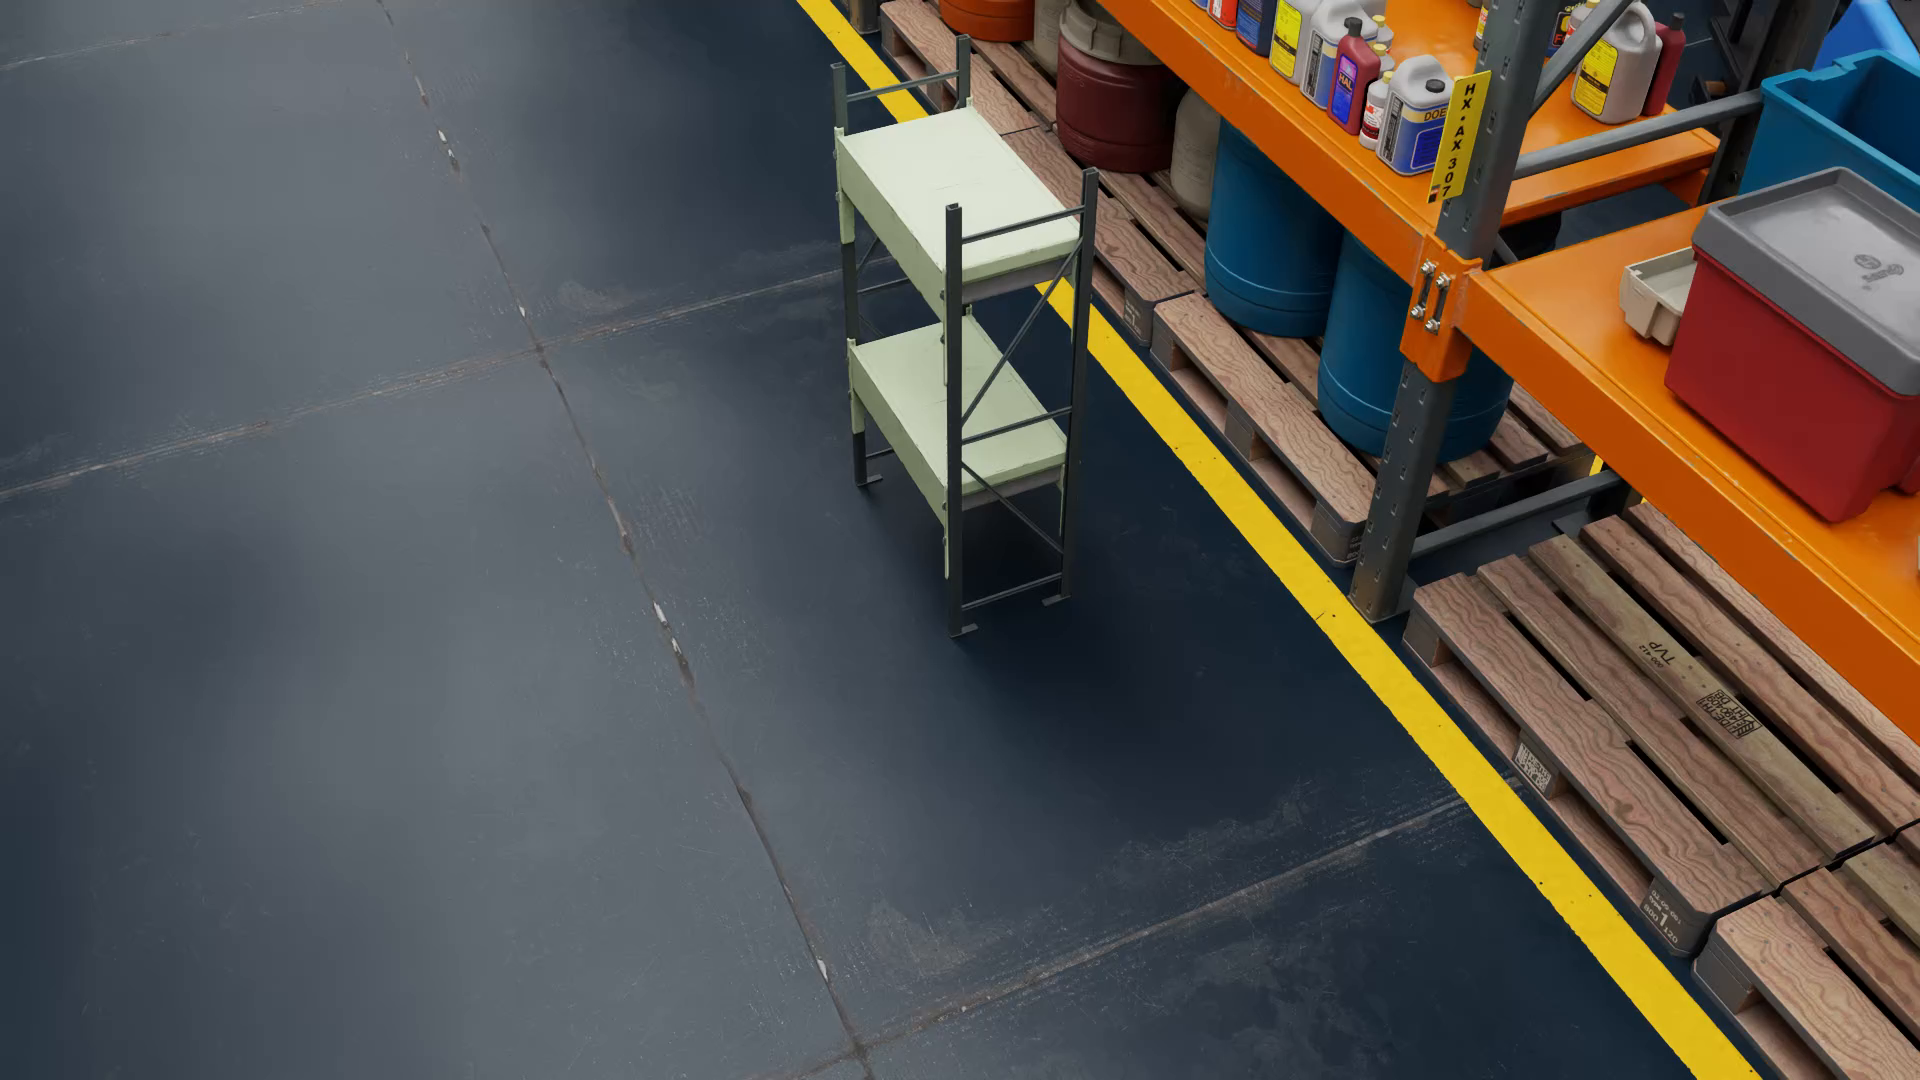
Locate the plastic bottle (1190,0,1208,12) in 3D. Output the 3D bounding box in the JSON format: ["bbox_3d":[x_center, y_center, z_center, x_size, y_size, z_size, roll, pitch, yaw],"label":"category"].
[{"bbox_3d":[0.776,-1.746,4.972,0.152,0.276,0.135,-18,47,-17],"label":"plastic bottle"}]

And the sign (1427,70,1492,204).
[{"bbox_3d":[1.157,-0.932,3.861,0.100,0.325,0.005,-18,47,-17],"label":"sign"}]

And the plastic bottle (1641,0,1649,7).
[{"bbox_3d":[1.834,-1.398,4.614,0.061,0.283,0.133,-18,47,-17],"label":"plastic bottle"}]

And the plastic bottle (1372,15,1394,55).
[{"bbox_3d":[1.150,-1.361,4.635,0.097,0.201,0.097,0,45,0],"label":"plastic bottle"}]

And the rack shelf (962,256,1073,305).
[{"bbox_3d":[-0.003,-0.867,4.403,0.332,0.071,0.664,-18,47,-17],"label":"rack shelf"}]

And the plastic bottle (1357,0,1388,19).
[{"bbox_3d":[1.105,-1.509,4.678,0.144,0.351,0.185,-18,47,-17],"label":"plastic bottle"}]

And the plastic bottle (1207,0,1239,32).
[{"bbox_3d":[0.833,-1.660,4.885,0.152,0.276,0.135,-18,47,-17],"label":"plastic bottle"}]

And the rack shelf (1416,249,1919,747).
[{"bbox_3d":[2.498,0.536,3.083,1.077,0.370,4.000,-18,47,-17],"label":"rack shelf"}]

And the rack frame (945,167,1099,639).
[{"bbox_3d":[0.151,-0.305,4.491,0.400,1.500,0.023,-18,47,-17],"label":"rack frame"}]

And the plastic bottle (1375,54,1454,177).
[{"bbox_3d":[1.198,-1.106,4.323,0.152,0.276,0.135,-18,47,-17],"label":"plastic bottle"}]

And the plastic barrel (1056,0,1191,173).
[{"bbox_3d":[0.671,-1.808,6.365,0.600,0.588,0.708,-18,47,-17],"label":"plastic barrel"}]

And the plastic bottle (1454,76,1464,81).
[{"bbox_3d":[1.304,-1.128,4.399,0.097,0.201,0.097,0,45,0],"label":"plastic bottle"}]

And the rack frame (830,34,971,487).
[{"bbox_3d":[-0.157,-0.771,4.964,0.400,1.500,0.023,-18,47,-17],"label":"rack frame"}]

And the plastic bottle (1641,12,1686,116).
[{"bbox_3d":[1.890,-1.313,4.528,0.061,0.283,0.133,-18,47,-17],"label":"plastic bottle"}]

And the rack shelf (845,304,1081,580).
[{"bbox_3d":[-0.003,-0.306,4.957,0.431,0.370,0.720,-18,47,-17],"label":"rack shelf"}]

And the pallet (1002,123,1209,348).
[{"bbox_3d":[0.854,-1.284,6.401,1.003,0.211,1.213,-18,47,-17],"label":"pallet"}]

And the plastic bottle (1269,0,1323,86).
[{"bbox_3d":[0.974,-1.466,4.635,0.144,0.351,0.185,-18,47,-17],"label":"plastic bottle"}]

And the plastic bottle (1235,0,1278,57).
[{"bbox_3d":[0.896,-1.584,4.755,0.144,0.351,0.185,-18,47,-17],"label":"plastic bottle"}]

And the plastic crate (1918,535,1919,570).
[{"bbox_3d":[2.132,0.054,3.101,0.437,0.282,0.530,-18,47,-17],"label":"plastic crate"}]

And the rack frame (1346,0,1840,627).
[{"bbox_3d":[1.657,-0.994,4.122,1.000,3.000,0.127,-18,47,-17],"label":"rack frame"}]

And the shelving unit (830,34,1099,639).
[{"bbox_3d":[-0.003,-0.538,4.728,0.431,1.500,0.755,-18,47,-17],"label":"shelving unit"}]

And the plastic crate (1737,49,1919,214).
[{"bbox_3d":[2.163,-0.813,3.907,0.392,0.384,0.575,-18,47,-17],"label":"plastic crate"}]

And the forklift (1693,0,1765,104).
[{"bbox_3d":[3.631,-2.610,5.809,1.121,2.935,3.031,4,45,4],"label":"forklift"}]

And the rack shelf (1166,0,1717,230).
[{"bbox_3d":[0.816,-2.082,5.598,0.919,0.124,3.809,-18,47,-17],"label":"rack shelf"}]

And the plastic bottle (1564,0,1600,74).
[{"bbox_3d":[1.769,-1.436,4.712,0.097,0.201,0.097,0,45,0],"label":"plastic bottle"}]

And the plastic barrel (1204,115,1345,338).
[{"bbox_3d":[1.146,-1.200,5.525,0.600,0.901,0.708,-18,47,-17],"label":"plastic barrel"}]

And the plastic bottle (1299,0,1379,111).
[{"bbox_3d":[1.045,-1.339,4.559,0.152,0.276,0.135,-18,47,-17],"label":"plastic bottle"}]

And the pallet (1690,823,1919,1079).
[{"bbox_3d":[2.519,1.234,3.849,1.003,0.211,1.213,-18,47,-17],"label":"pallet"}]

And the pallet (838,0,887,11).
[{"bbox_3d":[-0.315,-3.056,8.197,1.003,0.211,1.213,-18,47,-17],"label":"pallet"}]
